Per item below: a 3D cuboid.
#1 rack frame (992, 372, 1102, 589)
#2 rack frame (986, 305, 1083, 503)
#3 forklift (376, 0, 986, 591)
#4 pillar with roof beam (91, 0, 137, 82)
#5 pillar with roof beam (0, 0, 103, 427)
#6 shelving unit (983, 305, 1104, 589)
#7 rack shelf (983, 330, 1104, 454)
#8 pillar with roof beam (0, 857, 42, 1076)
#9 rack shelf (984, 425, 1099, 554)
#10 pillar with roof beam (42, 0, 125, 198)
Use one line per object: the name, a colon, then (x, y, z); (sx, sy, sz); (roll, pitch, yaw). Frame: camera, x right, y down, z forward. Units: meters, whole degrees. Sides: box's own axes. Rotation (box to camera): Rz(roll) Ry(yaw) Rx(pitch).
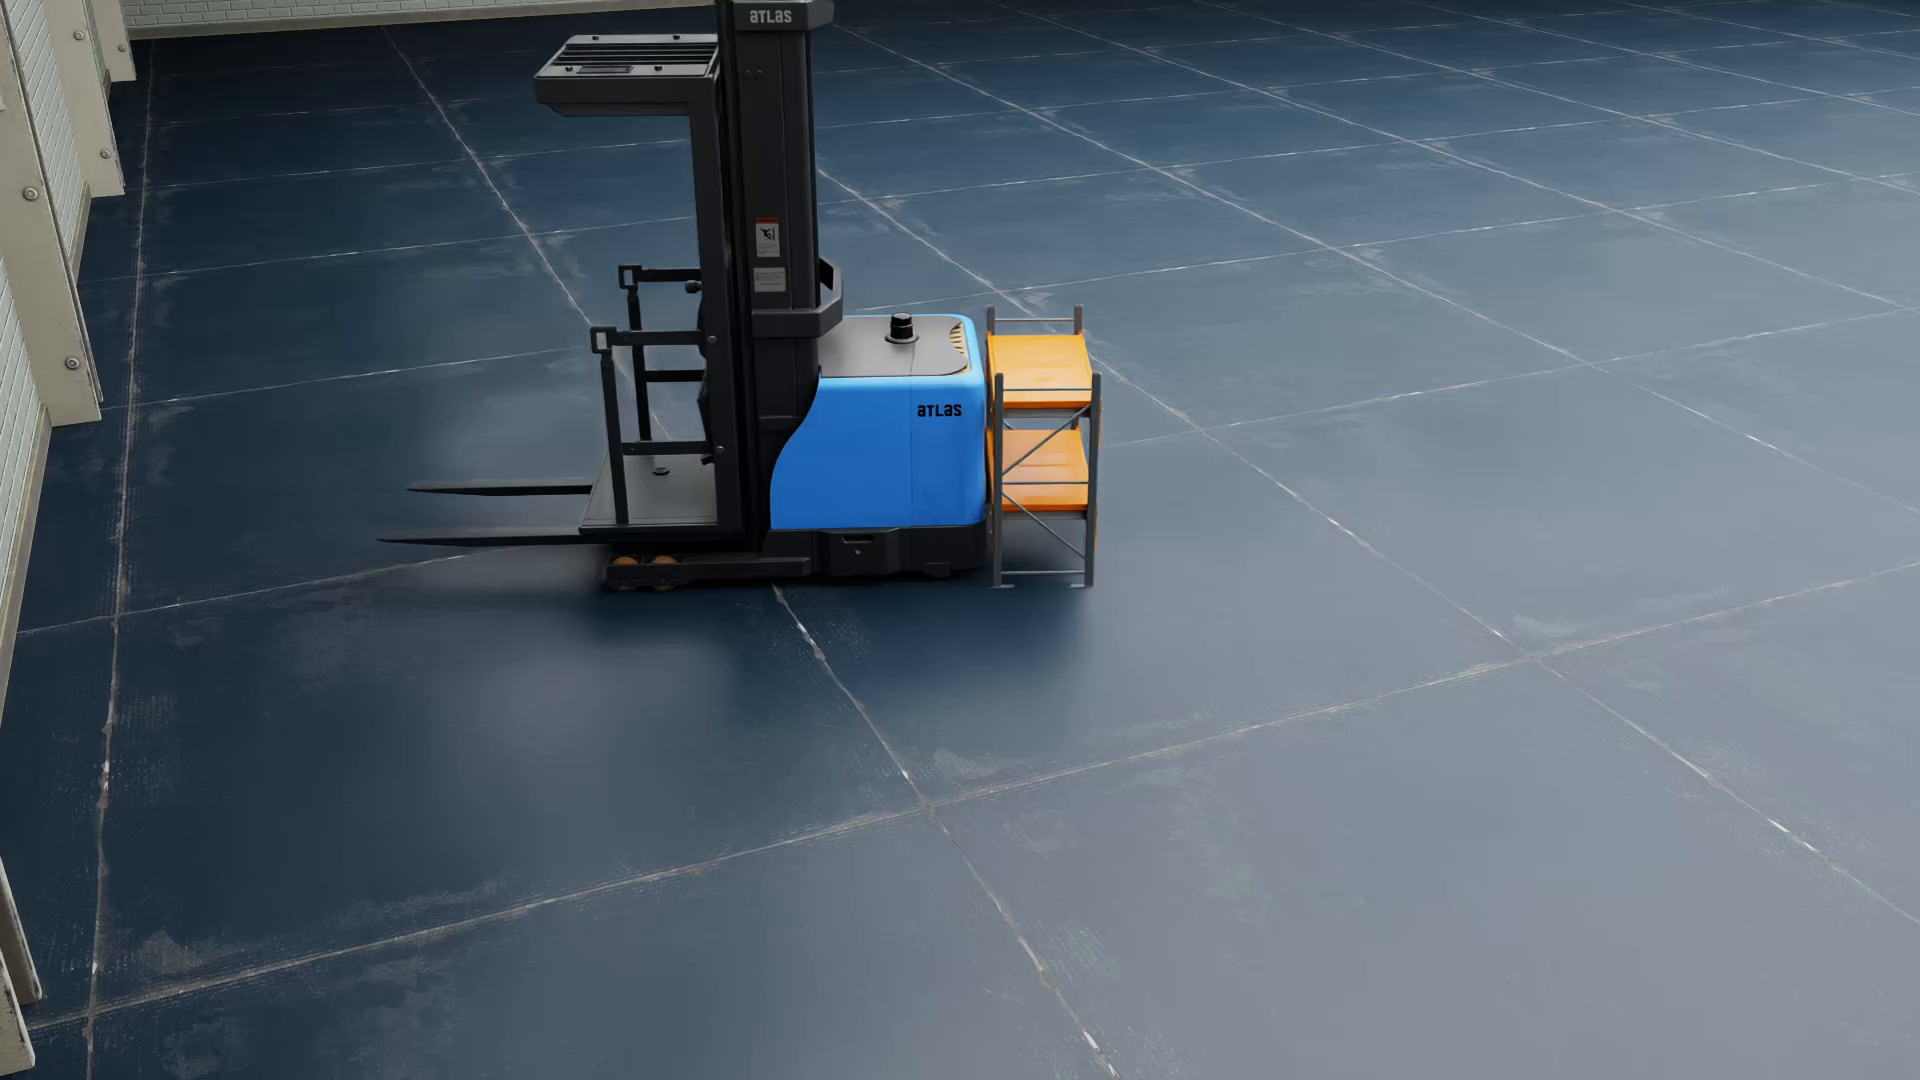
rack frame: (0.411, -0.273, 8.027); (0.500, 1.125, 0.032); (0, 26, -1)
rack frame: (0.392, -0.719, 8.940); (0.500, 1.125, 0.032); (0, 26, -1)
forklift: (-1.405, -1.302, 8.076); (3.031, 2.935, 1.130); (-1, 26, -3)
pillar with roof beam: (-6.262, -10.422, 19.838); (9.100, 9.000, 0.400); (-11, 28, -21)
pillar with roof beam: (-1.563, -5.577, 9.916); (9.100, 9.000, 0.400); (-11, 28, -21)
shelving unit: (0.402, -0.496, 8.484); (0.538, 1.125, 1.048); (0, 26, -1)
rack shelf: (0.402, -0.759, 8.355); (0.538, 0.278, 1.000); (0, 26, -1)
pillar with roof beam: (0.787, -3.155, 4.955); (9.100, 9.000, 0.400); (-11, 28, -21)
rack shelf: (0.402, -0.276, 8.591); (0.538, 0.278, 1.000); (0, 26, -1)
pillar with roof beam: (-3.913, -7.999, 14.877); (9.100, 9.000, 0.400); (-11, 28, -21)
